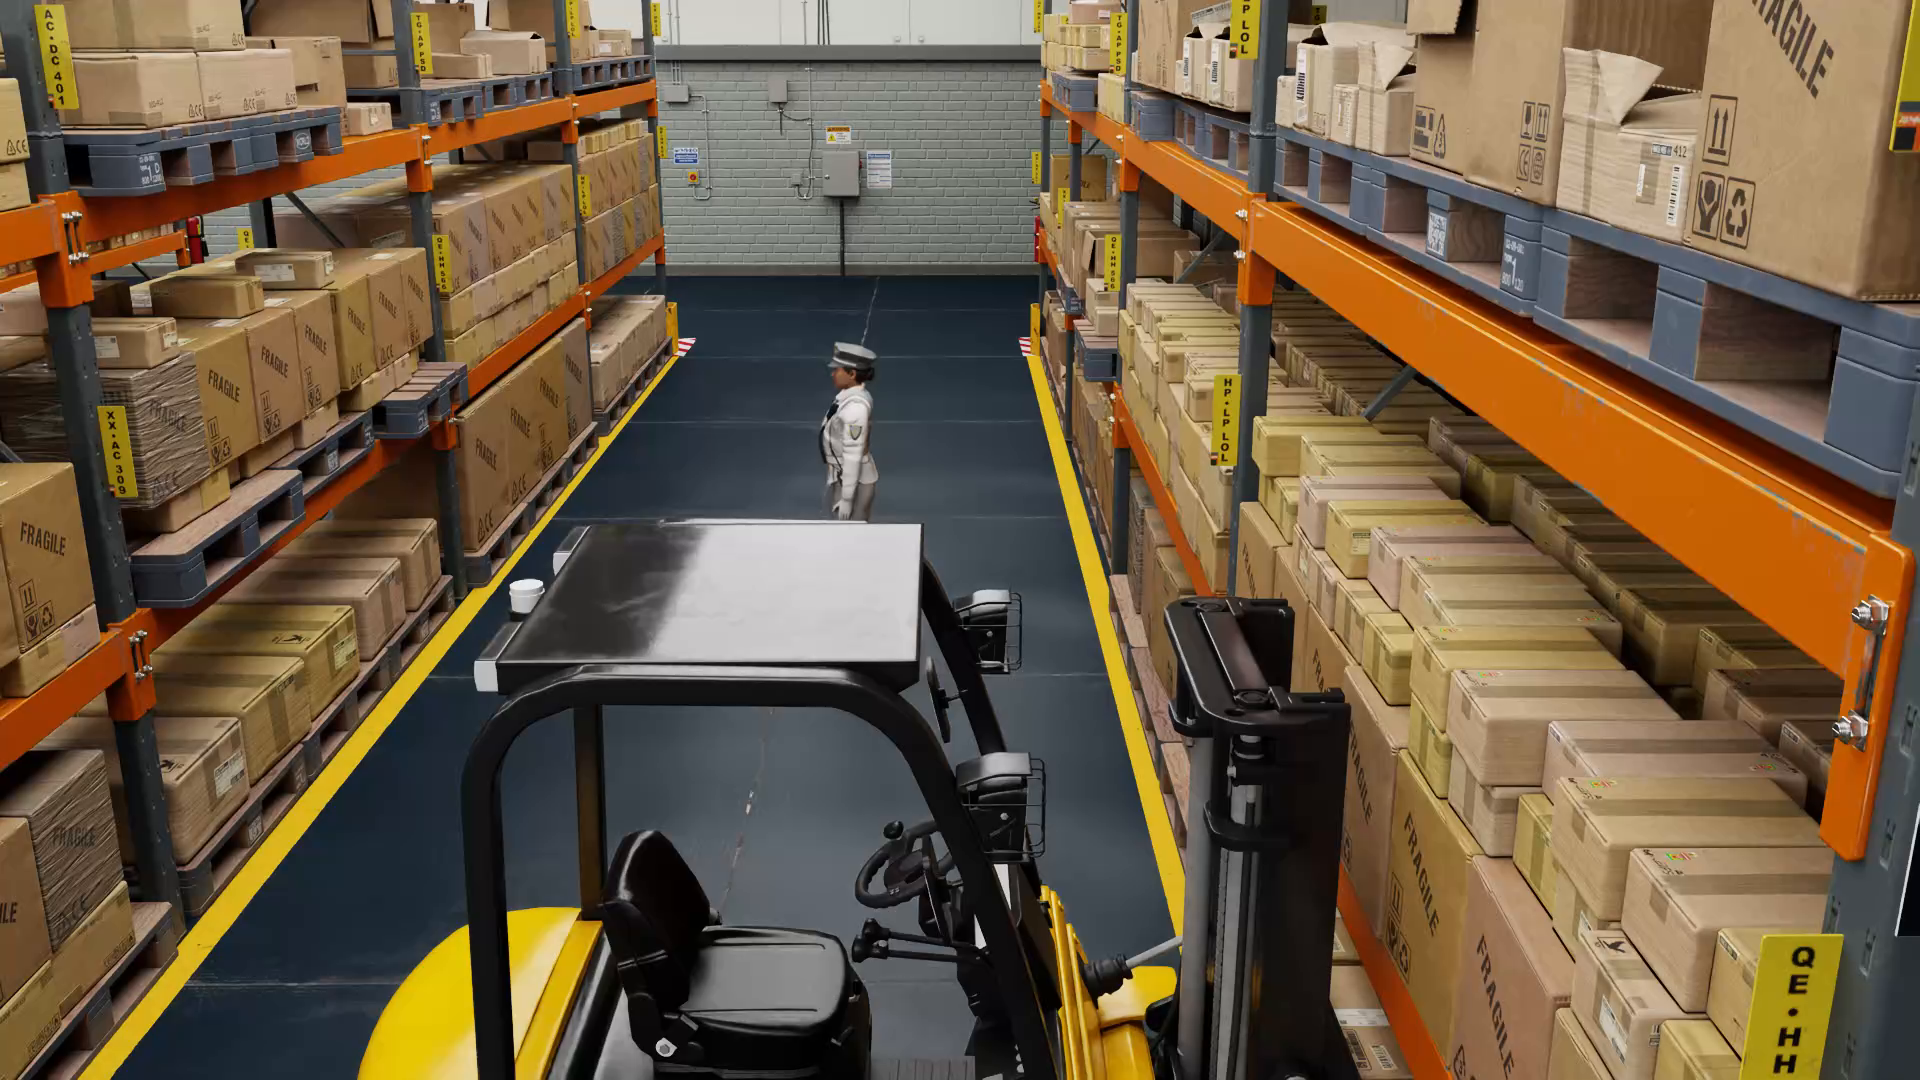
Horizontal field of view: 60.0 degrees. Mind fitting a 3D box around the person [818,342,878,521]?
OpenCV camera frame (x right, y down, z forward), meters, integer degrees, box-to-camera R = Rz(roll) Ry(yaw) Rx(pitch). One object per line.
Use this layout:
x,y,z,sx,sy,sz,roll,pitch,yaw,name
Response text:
-0.624,-0.294,9.458,0.329,1.688,0.465,0,17,-1,person
